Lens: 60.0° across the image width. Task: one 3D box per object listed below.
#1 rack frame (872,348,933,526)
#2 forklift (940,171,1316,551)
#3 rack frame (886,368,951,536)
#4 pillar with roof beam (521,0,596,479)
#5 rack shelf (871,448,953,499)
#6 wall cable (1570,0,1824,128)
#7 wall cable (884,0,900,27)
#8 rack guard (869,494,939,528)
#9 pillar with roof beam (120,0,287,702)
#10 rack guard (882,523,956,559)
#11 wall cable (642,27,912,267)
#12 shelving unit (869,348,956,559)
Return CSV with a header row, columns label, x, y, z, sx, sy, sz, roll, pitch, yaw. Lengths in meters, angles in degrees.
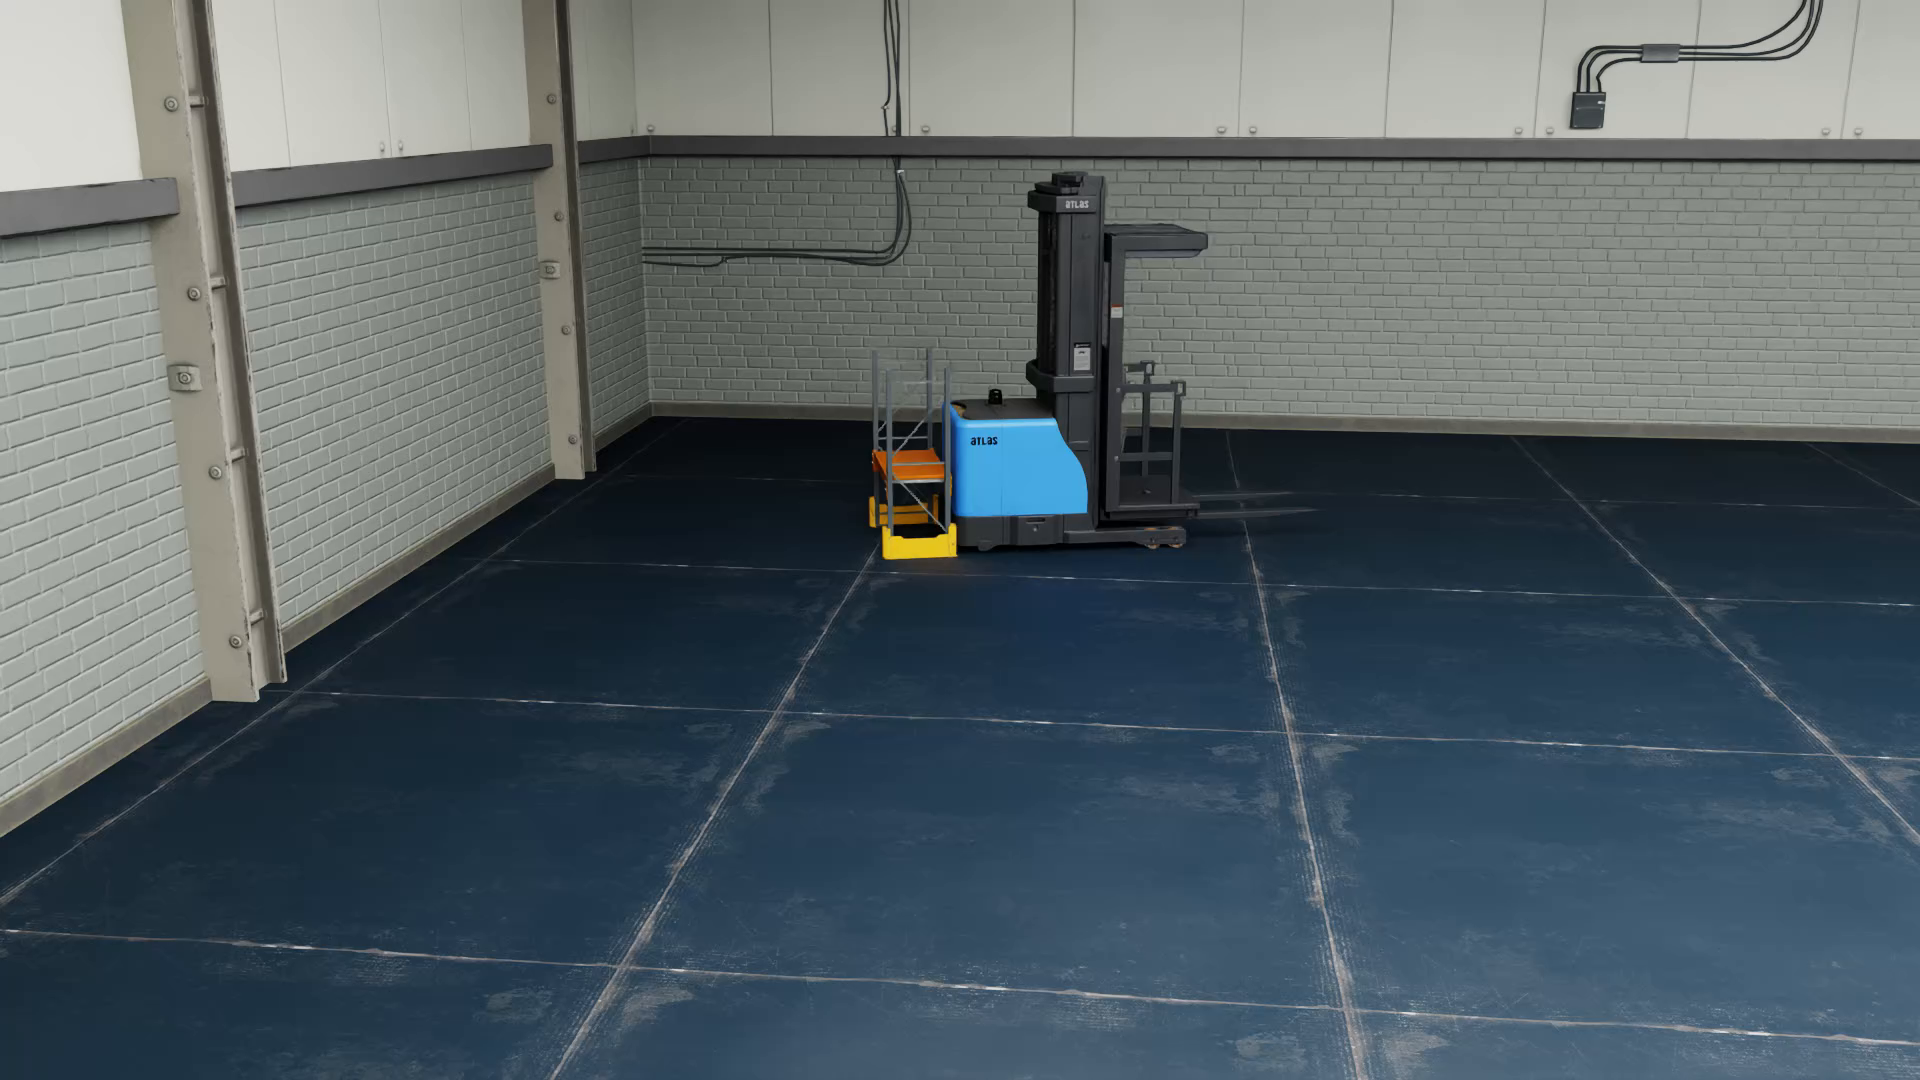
label,x,y,z,sx,sy,sz,roll,pitch,yaw
rack frame,-0.479,-0.854,13.948,0.500,1.500,0.032,-2,15,-9
forklift,1.392,-1.480,13.519,3.031,2.935,1.130,-2,15,-8
rack frame,-0.322,-0.592,12.978,0.500,1.500,0.032,-2,15,-9
pillar with roof beam,0.567,-4.850,14.359,9.100,9.000,0.400,2,15,6
rack shelf,-0.400,-0.549,13.510,0.538,0.185,1.000,-2,15,-9
wall cable,7.367,-7.060,16.017,2.305,6.003,0.169,2,15,6
wall cable,0.624,-6.561,16.961,3.097,2.526,0.112,2,15,6
rack guard,-0.476,-0.246,14.092,0.587,0.250,0.087,-2,15,-9
pillar with roof beam,-0.110,-3.294,8.604,9.100,9.000,0.400,2,15,6
rack guard,-0.322,0.011,13.142,0.587,0.250,0.087,-2,15,-9
wall cable,-2.064,-4.203,17.915,3.097,2.526,0.112,2,15,6
shelving unit,-0.399,-0.721,13.454,0.587,1.500,1.083,-2,15,-9
